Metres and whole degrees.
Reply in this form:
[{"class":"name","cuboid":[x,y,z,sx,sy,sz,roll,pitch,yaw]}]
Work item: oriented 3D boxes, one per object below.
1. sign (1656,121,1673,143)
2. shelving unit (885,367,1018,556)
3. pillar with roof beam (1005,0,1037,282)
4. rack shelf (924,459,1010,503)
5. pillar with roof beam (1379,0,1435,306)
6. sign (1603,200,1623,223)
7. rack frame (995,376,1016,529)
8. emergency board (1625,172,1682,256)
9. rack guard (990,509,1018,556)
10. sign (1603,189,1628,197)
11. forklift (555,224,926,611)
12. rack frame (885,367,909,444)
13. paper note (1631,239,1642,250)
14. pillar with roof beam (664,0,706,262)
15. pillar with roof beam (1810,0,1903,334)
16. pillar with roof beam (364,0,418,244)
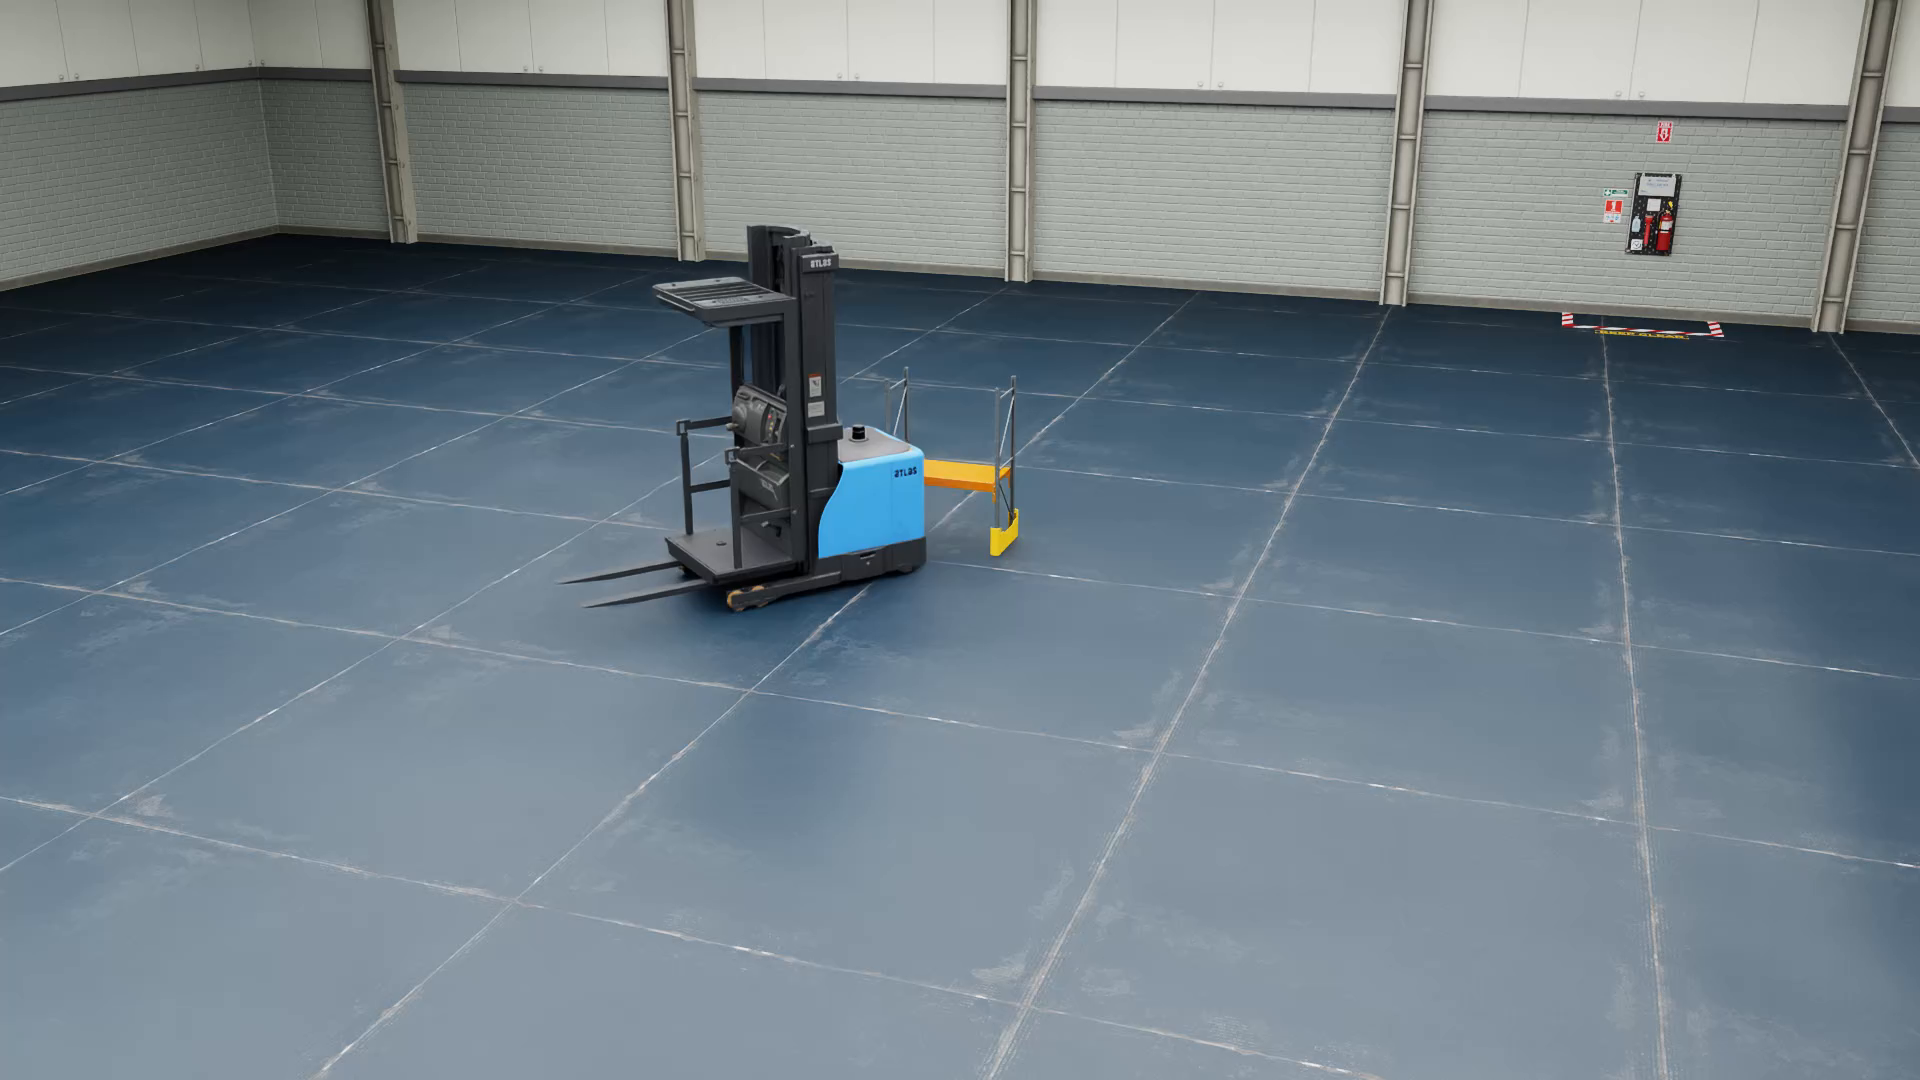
[{"class":"sign","cuboid":[10.008,-5.795,23.623,0.199,0.298,0.001,7,20,18]},{"class":"shelving unit","cuboid":[-0.072,-0.716,14.853,1.083,1.500,0.587,7,20,18]},{"class":"pillar with roof beam","cuboid":[-0.444,-7.180,22.004,0.400,9.000,9.100,7,20,18]},{"class":"rack shelf","cuboid":[-0.081,-0.548,14.915,1.000,0.185,0.538,7,20,18]},{"class":"pillar with roof beam","cuboid":[5.224,-6.532,20.145,0.400,9.000,9.100,7,20,18]},{"class":"sign","cuboid":[9.494,-4.777,24.170,0.234,0.329,0.001,7,20,18]},{"class":"rack frame","cuboid":[0.400,-0.663,14.698,0.032,1.500,0.500,7,20,18]},{"class":"emergency board","cuboid":[9.983,-4.669,23.913,0.643,1.169,0.194,7,20,18]},{"class":"rack guard","cuboid":[0.398,-0.072,14.904,0.087,0.250,0.587,7,20,18]},{"class":"sign","cuboid":[9.495,-5.024,24.074,0.331,0.109,0.001,7,20,18]},{"class":"forklift","cuboid":[-1.815,-1.007,13.511,3.031,2.935,1.130,-11,22,-30]},{"class":"rack frame","cuboid":[-0.561,-0.772,15.013,0.032,1.500,0.500,7,20,18]},{"class":"paper note","cuboid":[9.838,-4.293,24.174,0.142,0.148,0.016,7,20,18]},{"class":"pillar with roof beam","cuboid":[-6.112,-7.829,23.863,0.400,9.000,9.100,7,20,18]},{"class":"pillar with roof beam","cuboid":[10.892,-5.884,18.286,0.400,9.000,9.100,7,20,18]},{"class":"pillar with roof beam","cuboid":[-11.779,-8.477,25.723,0.400,9.000,9.100,7,20,18]}]
